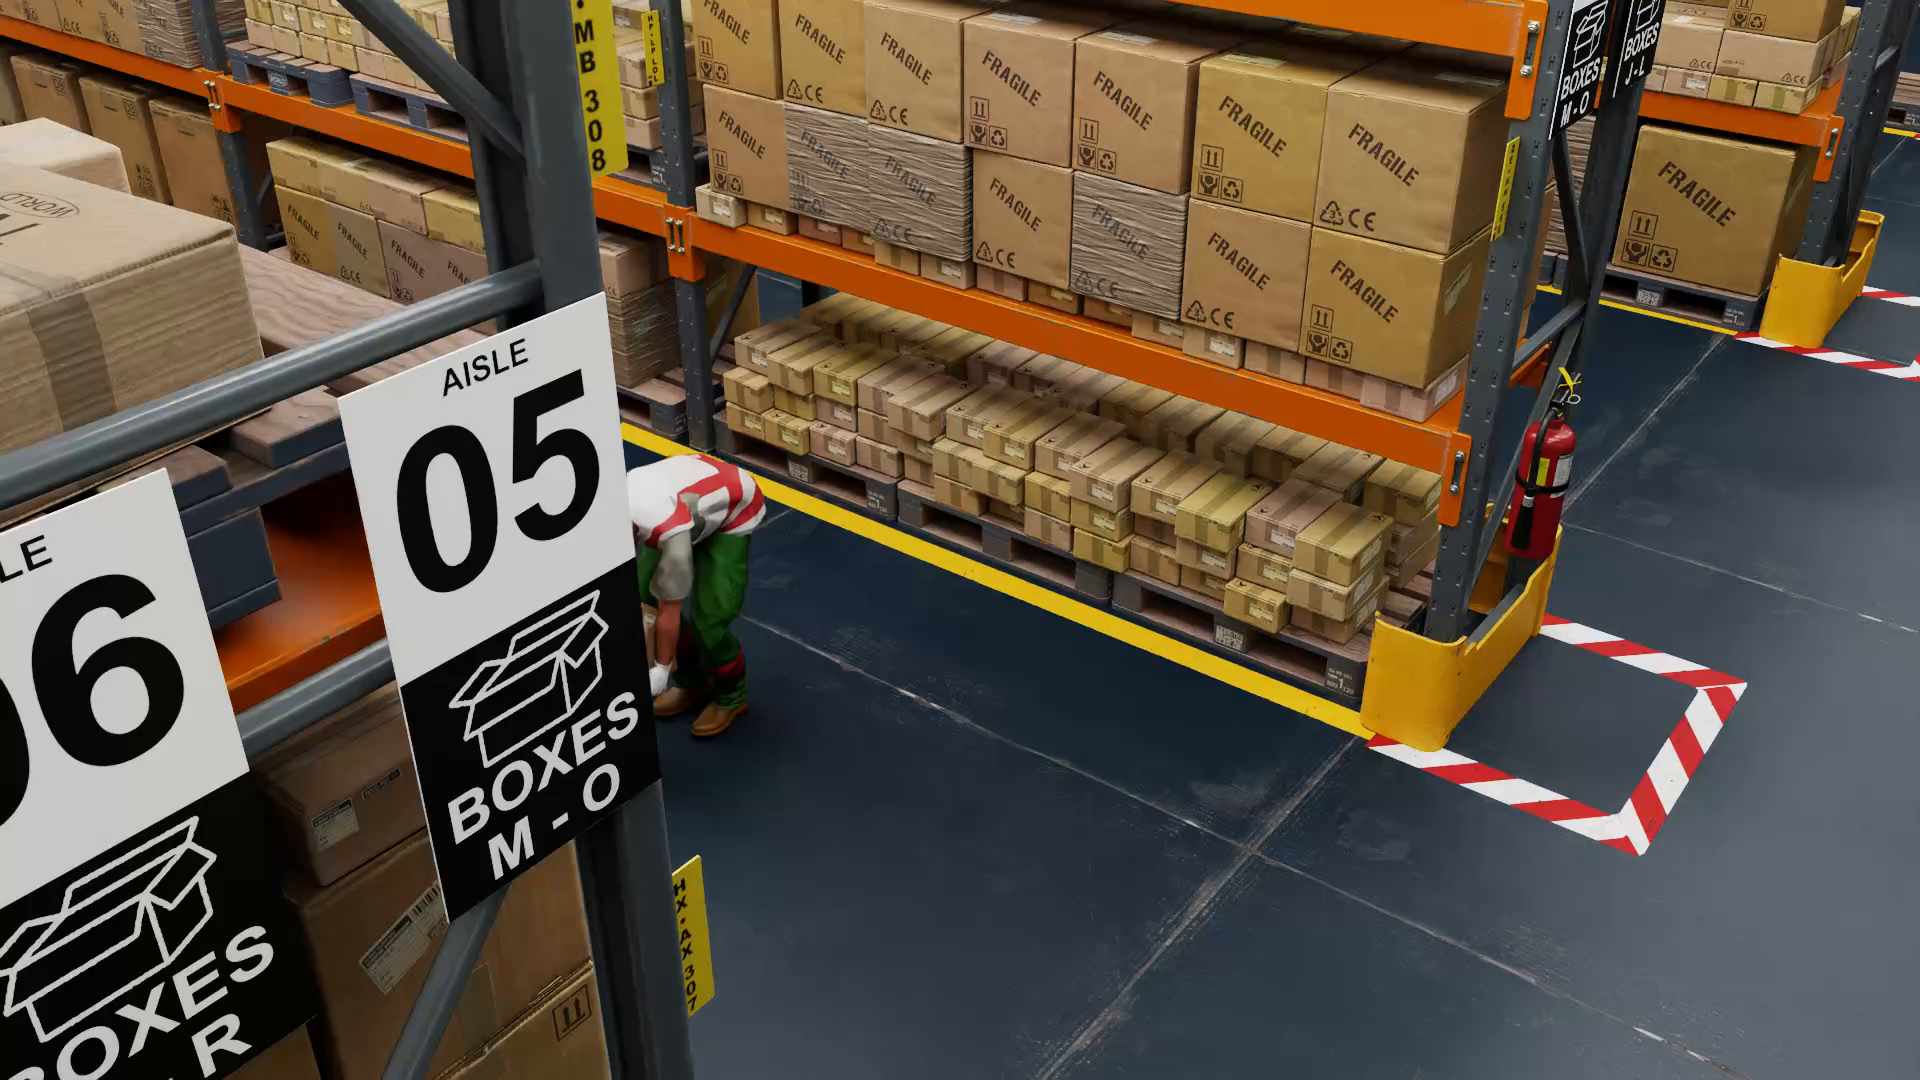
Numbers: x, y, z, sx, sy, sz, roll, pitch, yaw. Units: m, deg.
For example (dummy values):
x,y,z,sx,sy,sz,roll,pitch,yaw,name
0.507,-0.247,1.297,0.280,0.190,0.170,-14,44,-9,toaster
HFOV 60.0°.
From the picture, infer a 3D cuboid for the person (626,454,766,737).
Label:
x,y,z,sx,sy,sz,roll,pitch,yaw,name
-1.119,0.230,6.286,0.500,1.207,0.938,19,36,29,person
